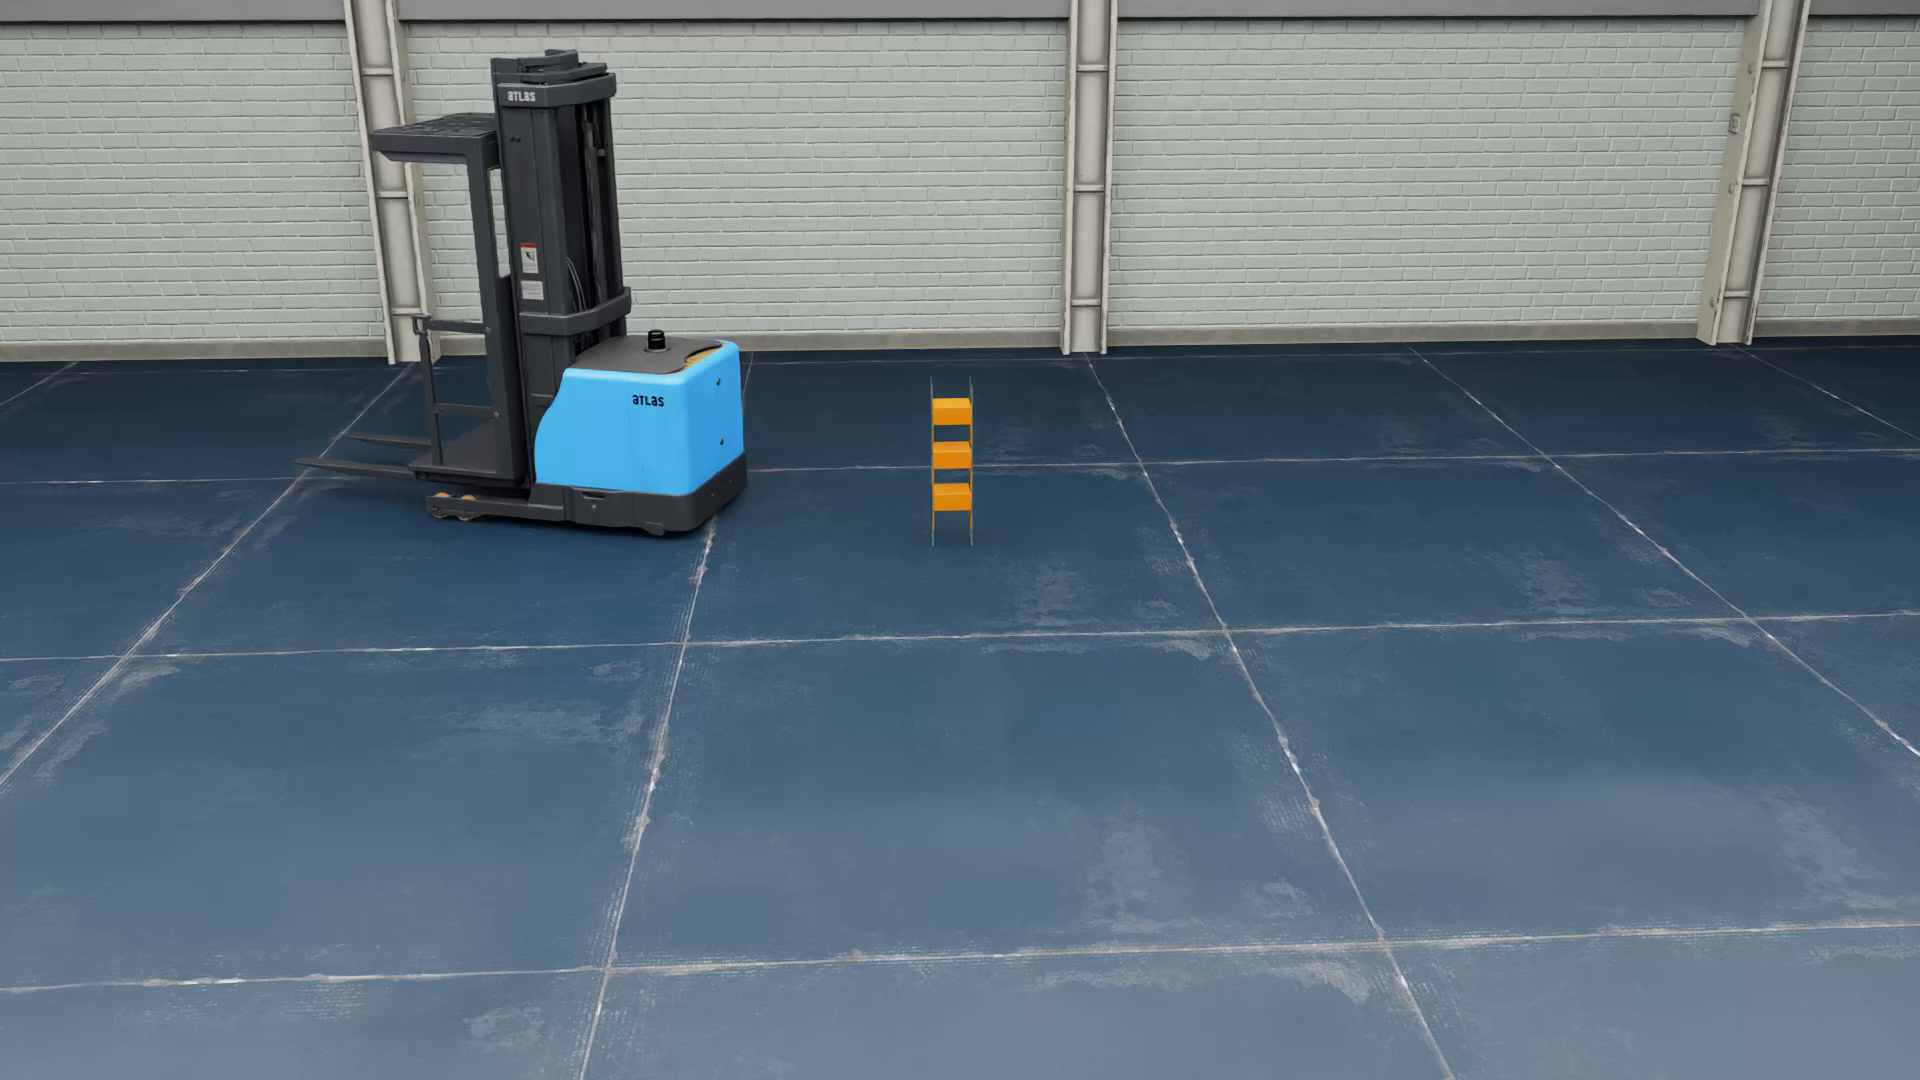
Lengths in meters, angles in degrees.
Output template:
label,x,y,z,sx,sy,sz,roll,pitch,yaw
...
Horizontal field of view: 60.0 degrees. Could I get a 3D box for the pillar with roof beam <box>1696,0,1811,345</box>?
label,x,y,z,sx,sy,sz,roll,pitch,yaw
pillar with roof beam,7.359,-4.535,9.885,0.400,9.000,9.100,-1,21,-3

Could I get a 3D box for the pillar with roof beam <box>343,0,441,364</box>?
label,x,y,z,sx,sy,sz,roll,pitch,yaw
pillar with roof beam,-4.622,-4.291,9.245,0.400,9.000,9.100,-1,21,-3

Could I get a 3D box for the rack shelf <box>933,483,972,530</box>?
label,x,y,z,sx,sy,sz,roll,pitch,yaw
rack shelf,-0.053,-0.220,10.534,0.240,0.259,0.215,-1,21,-3

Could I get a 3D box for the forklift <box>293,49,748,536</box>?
label,x,y,z,sx,sy,sz,roll,pitch,yaw
forklift,-3.032,-1.670,10.887,3.031,2.935,1.130,6,22,14

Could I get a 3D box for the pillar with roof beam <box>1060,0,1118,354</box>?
label,x,y,z,sx,sy,sz,roll,pitch,yaw
pillar with roof beam,1.369,-4.413,9.565,0.400,9.000,9.100,-1,21,-3

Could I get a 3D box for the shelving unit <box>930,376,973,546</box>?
label,x,y,z,sx,sy,sz,roll,pitch,yaw
shelving unit,-0.053,-0.490,10.431,0.252,1.050,0.215,-1,21,-3

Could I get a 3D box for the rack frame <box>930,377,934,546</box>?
label,x,y,z,sx,sy,sz,roll,pitch,yaw
rack frame,-0.175,-0.487,10.425,0.008,1.050,0.200,-1,21,-3

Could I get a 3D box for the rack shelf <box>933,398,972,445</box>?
label,x,y,z,sx,sy,sz,roll,pitch,yaw
rack shelf,-0.053,-0.745,10.334,0.240,0.259,0.215,-1,21,-3

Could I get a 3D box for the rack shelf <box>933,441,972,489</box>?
label,x,y,z,sx,sy,sz,roll,pitch,yaw
rack shelf,-0.053,-0.480,10.435,0.240,0.259,0.215,-1,21,-3

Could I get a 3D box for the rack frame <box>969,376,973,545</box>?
label,x,y,z,sx,sy,sz,roll,pitch,yaw
rack frame,0.068,-0.492,10.438,0.008,1.050,0.200,-1,21,-3
